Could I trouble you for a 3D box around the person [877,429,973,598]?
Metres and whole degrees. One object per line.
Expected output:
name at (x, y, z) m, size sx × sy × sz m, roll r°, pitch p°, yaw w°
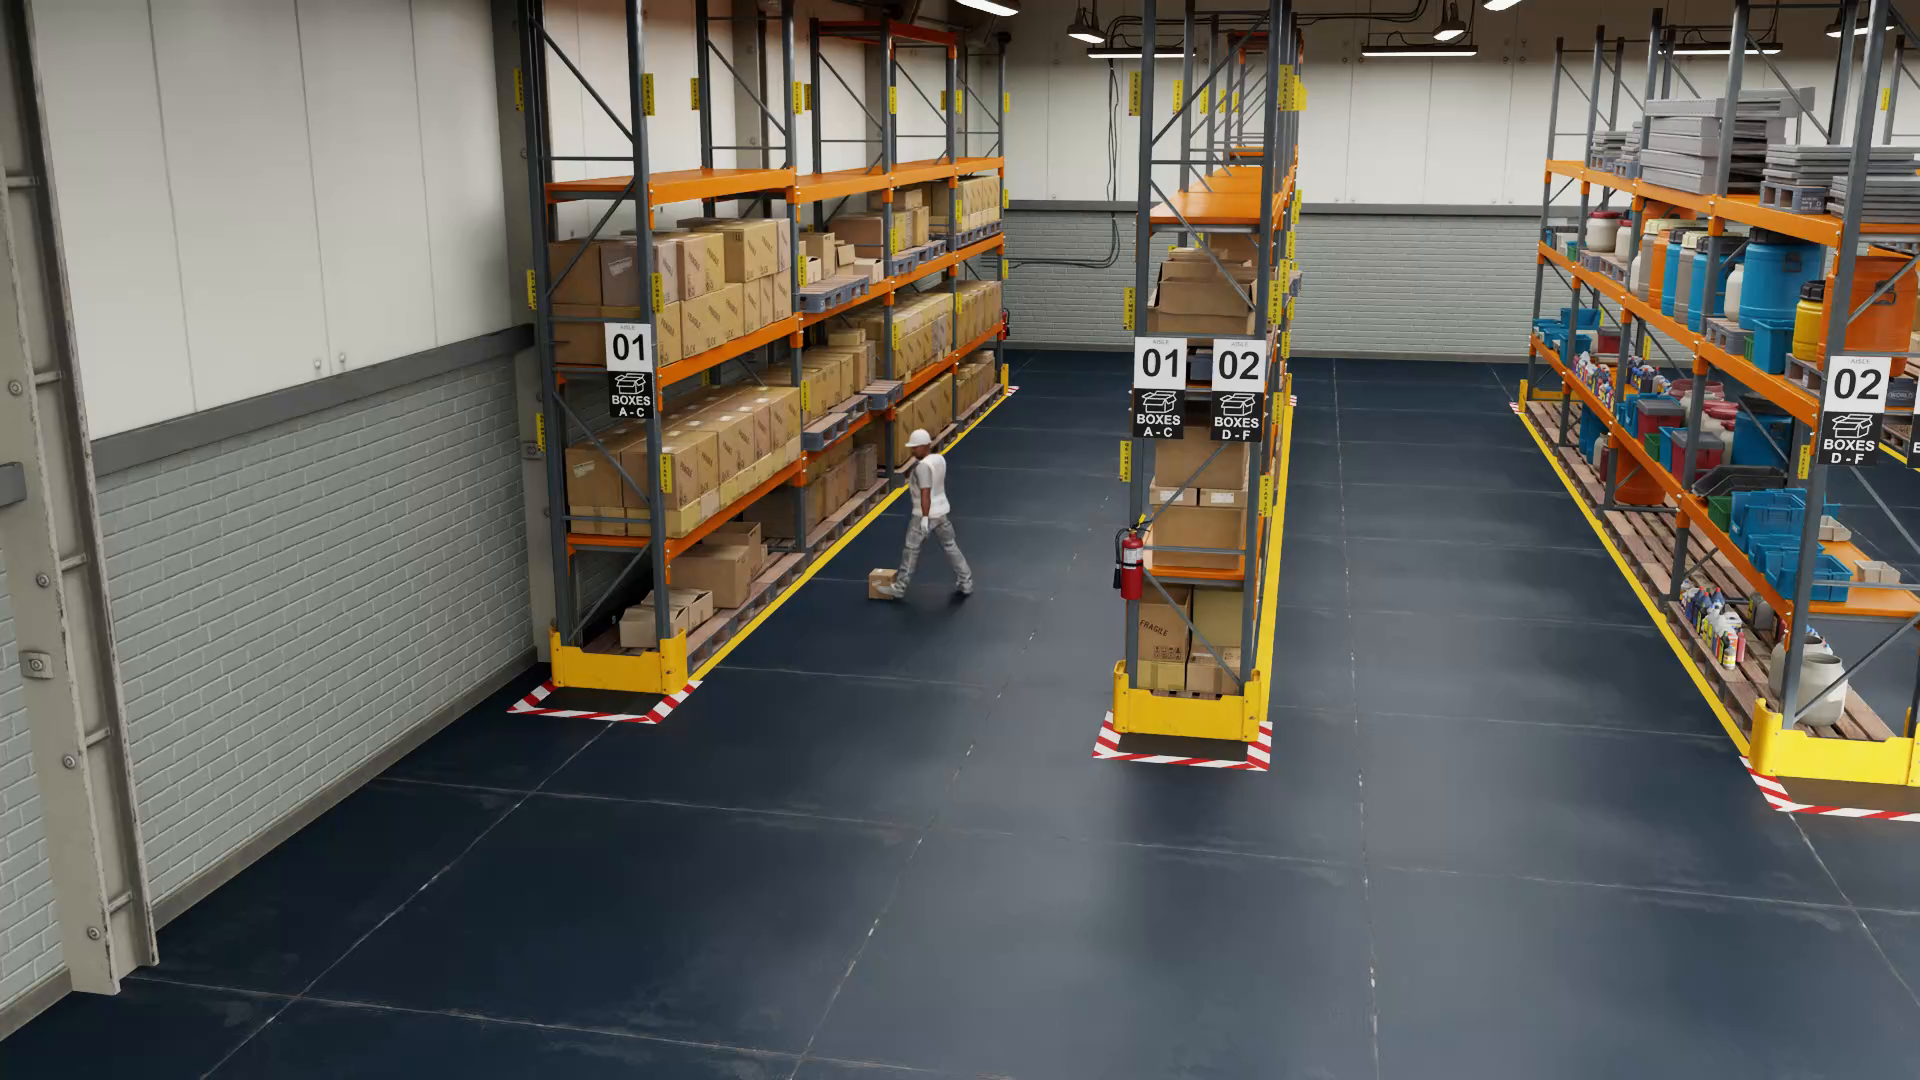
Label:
person at (-0.347, -0.276, 17.058) m, size 0.895 × 1.751 × 0.673 m, roll 8°, pitch 16°, yaw 27°
